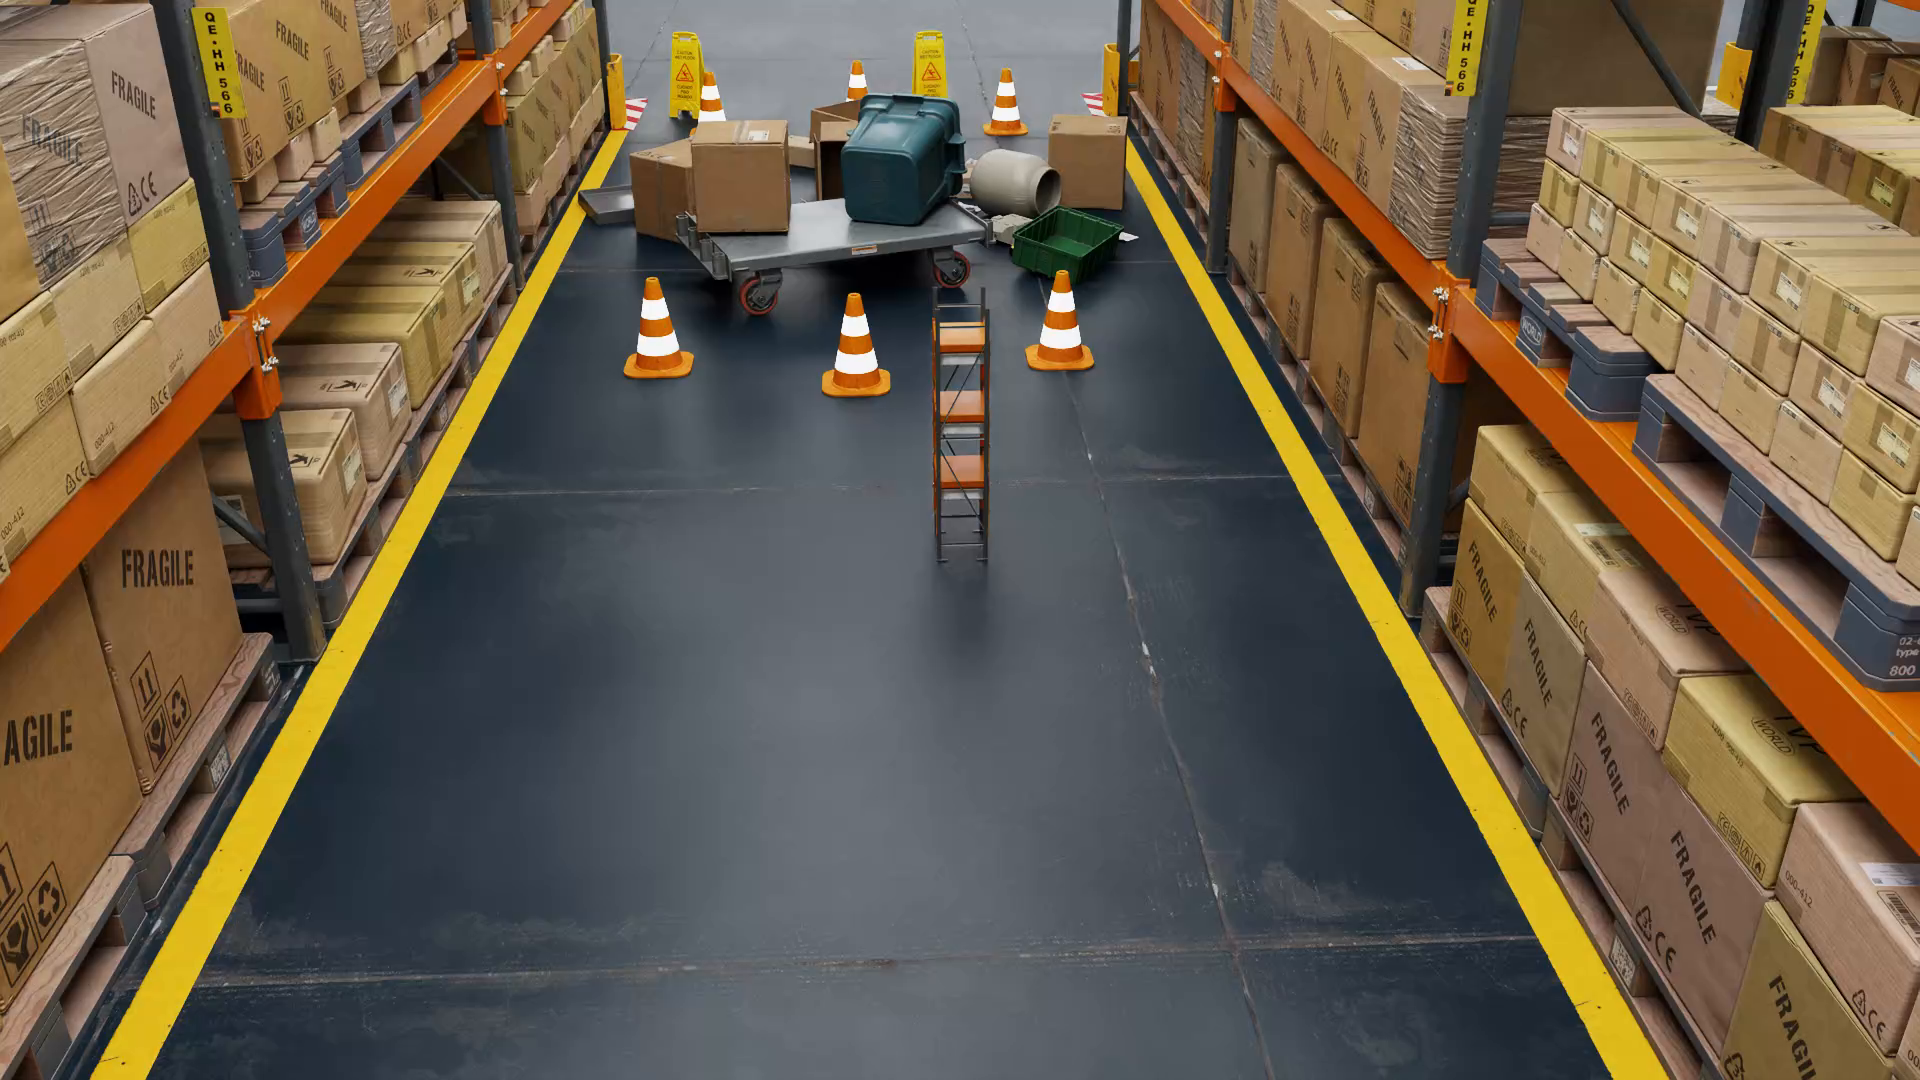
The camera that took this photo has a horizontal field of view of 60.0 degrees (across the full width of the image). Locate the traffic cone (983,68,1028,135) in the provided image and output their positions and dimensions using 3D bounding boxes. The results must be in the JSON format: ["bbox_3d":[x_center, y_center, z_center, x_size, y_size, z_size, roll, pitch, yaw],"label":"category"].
[{"bbox_3d":[0.349,-3.361,12.694,0.336,0.463,0.334,-1,28,-3],"label":"traffic cone"}]

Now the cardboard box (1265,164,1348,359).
[{"bbox_3d":[2.117,-1.377,8.125,1.050,0.750,0.750,-1,28,-3],"label":"cardboard box"}]

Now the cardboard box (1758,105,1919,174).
[{"bbox_3d":[2.640,-1.194,4.970,0.380,0.149,0.250,-2,28,-5],"label":"cardboard box"}]

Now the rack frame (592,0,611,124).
[{"bbox_3d":[-3.199,-4.599,12.324,1.000,3.000,0.127,-1,28,-3],"label":"rack frame"}]

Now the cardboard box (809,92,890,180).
[{"bbox_3d":[-0.579,-2.742,11.464,0.797,0.503,0.637,-23,35,-37],"label":"cardboard box"}]

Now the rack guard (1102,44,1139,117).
[{"bbox_3d":[1.738,-3.668,13.242,1.175,0.500,0.348,-1,28,-3],"label":"rack guard"}]

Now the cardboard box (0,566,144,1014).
[{"bbox_3d":[-2.786,0.584,4.230,0.875,0.875,0.875,-1,28,-2],"label":"cardboard box"}]

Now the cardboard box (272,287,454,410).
[{"bbox_3d":[-2.881,-0.878,7.577,0.950,0.372,0.625,0,28,-1],"label":"cardboard box"}]

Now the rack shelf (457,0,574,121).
[{"bbox_3d":[-3.094,-3.357,10.720,1.077,0.370,4.000,-1,28,-3],"label":"rack shelf"}]

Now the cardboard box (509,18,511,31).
[{"bbox_3d":[-2.751,-2.909,9.356,0.380,0.149,0.250,-1,28,-1],"label":"cardboard box"}]

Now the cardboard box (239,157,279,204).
[{"bbox_3d":[-2.594,-1.265,5.750,0.380,0.149,0.250,-3,28,-6],"label":"cardboard box"}]

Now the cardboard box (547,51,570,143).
[{"bbox_3d":[-2.816,-2.817,10.616,0.500,0.500,0.500,0,28,0],"label":"cardboard box"}]

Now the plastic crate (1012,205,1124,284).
[{"bbox_3d":[0.631,-1.745,9.832,0.450,0.188,0.662,22,34,18],"label":"plastic crate"}]

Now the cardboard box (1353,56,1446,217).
[{"bbox_3d":[1.841,-1.547,6.364,0.500,0.500,0.500,-1,28,-3],"label":"cardboard box"}]

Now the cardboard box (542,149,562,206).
[{"bbox_3d":[-2.790,-2.244,10.328,0.500,0.250,0.500,0,28,0],"label":"cardboard box"}]

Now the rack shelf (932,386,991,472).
[{"bbox_3d":[0.003,-0.431,6.465,0.215,0.259,0.240,-1,28,-3],"label":"rack shelf"}]

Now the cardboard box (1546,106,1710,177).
[{"bbox_3d":[1.988,-1.189,4.961,0.380,0.149,0.250,-1,28,-3],"label":"cardboard box"}]

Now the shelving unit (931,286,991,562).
[{"bbox_3d":[0.003,-0.441,6.460,0.215,1.050,0.252,-1,28,-3],"label":"shelving unit"}]

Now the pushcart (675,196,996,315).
[{"bbox_3d":[-0.716,-1.667,9.539,1.648,0.377,0.936,-11,30,-20],"label":"pushcart"}]

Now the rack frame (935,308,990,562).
[{"bbox_3d":[0.009,-0.384,6.352,0.200,1.050,0.008,-1,28,-3],"label":"rack frame"}]

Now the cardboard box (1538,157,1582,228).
[{"bbox_3d":[1.982,-1.050,5.015,0.380,0.149,0.250,0,28,0],"label":"cardboard box"}]

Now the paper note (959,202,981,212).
[{"bbox_3d":[0.050,-2.181,10.907,0.172,0.023,0.155,8,29,15],"label":"paper note"}]

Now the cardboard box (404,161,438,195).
[{"bbox_3d":[-3.289,-2.318,9.659,0.500,0.500,0.500,-2,28,-3],"label":"cardboard box"}]

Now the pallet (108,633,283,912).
[{"bbox_3d":[-2.815,0.698,5.184,1.003,0.211,1.213,-1,28,-3],"label":"pallet"}]

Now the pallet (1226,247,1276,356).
[{"bbox_3d":[2.064,-1.327,9.066,1.003,0.211,1.213,-1,28,-3],"label":"pallet"}]

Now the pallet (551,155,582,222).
[{"bbox_3d":[-3.127,-2.390,11.103,1.003,0.211,1.213,-1,28,-3],"label":"pallet"}]

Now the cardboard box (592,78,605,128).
[{"bbox_3d":[-2.887,-3.188,12.139,0.500,0.250,0.500,-2,28,-3],"label":"cardboard box"}]

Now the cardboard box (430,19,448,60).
[{"bbox_3d":[-2.642,-2.355,7.840,0.380,0.149,0.250,-2,28,-3],"label":"cardboard box"}]

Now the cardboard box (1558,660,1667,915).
[{"bbox_3d":[2.000,0.653,4.503,0.500,0.500,0.500,-2,28,-4],"label":"cardboard box"}]

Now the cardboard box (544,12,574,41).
[{"bbox_3d":[-2.788,-3.417,11.064,0.380,0.149,0.250,0,28,0],"label":"cardboard box"}]

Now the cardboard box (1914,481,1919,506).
[{"bbox_3d":[2.092,-0.092,3.179,0.380,0.149,0.250,-3,28,-5],"label":"cardboard box"}]

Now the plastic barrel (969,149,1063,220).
[{"bbox_3d":[0.357,-2.263,10.631,0.512,0.421,0.421,19,33,32],"label":"plastic barrel"}]

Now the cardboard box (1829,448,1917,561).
[{"bbox_3d":[2.076,-0.079,3.475,0.380,0.149,0.250,0,28,0],"label":"cardboard box"}]

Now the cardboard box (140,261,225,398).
[{"bbox_3d":[-2.495,-0.611,4.840,0.500,0.250,0.500,-2,28,-4],"label":"cardboard box"}]

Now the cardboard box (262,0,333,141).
[{"bbox_3d":[-2.608,-1.721,5.922,0.500,0.500,0.500,0,28,0],"label":"cardboard box"}]

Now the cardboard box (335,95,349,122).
[{"bbox_3d":[-2.700,-1.759,6.697,0.380,0.149,0.250,0,28,-1],"label":"cardboard box"}]

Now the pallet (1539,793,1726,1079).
[{"bbox_3d":[2.257,1.088,4.435,1.003,0.211,1.213,-1,28,-3],"label":"pallet"}]

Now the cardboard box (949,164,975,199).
[{"bbox_3d":[0.019,-2.455,11.170,0.396,0.266,0.258,3,28,6],"label":"cardboard box"}]

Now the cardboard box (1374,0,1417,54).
[{"bbox_3d":[2.087,-2.236,6.605,0.700,0.500,0.500,-2,28,-3],"label":"cardboard box"}]

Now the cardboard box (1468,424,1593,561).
[{"bbox_3d":[1.951,-0.157,5.245,0.500,0.250,0.500,-3,28,-5],"label":"cardboard box"}]

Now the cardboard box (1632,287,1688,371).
[{"bbox_3d":[2.023,-0.561,4.400,0.380,0.149,0.250,0,28,0],"label":"cardboard box"}]

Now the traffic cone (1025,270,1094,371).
[{"bbox_3d":[0.510,-1.138,8.431,0.336,0.463,0.334,-1,28,-3],"label":"traffic cone"}]

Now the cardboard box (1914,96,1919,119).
[{"bbox_3d":[6.777,-2.804,11.131,0.500,0.500,0.500,-4,28,-7],"label":"cardboard box"}]

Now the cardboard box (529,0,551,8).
[{"bbox_3d":[-2.743,-3.385,10.268,0.380,0.149,0.250,-1,28,-2],"label":"cardboard box"}]

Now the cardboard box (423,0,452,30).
[{"bbox_3d":[-2.709,-2.678,7.756,0.500,0.500,0.500,-1,28,-2],"label":"cardboard box"}]

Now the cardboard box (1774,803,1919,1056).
[{"bbox_3d":[2.061,0.790,3.429,0.500,0.250,0.500,0,28,0],"label":"cardboard box"}]

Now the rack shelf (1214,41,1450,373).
[{"bbox_3d":[2.053,-1.676,7.497,1.077,0.370,4.000,-1,28,-3],"label":"rack shelf"}]

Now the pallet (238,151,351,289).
[{"bbox_3d":[-2.925,-1.146,5.911,1.213,0.211,1.003,-1,28,-3],"label":"pallet"}]

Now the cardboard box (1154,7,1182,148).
[{"bbox_3d":[1.889,-3.292,11.661,0.875,0.875,0.875,-2,28,-3],"label":"cardboard box"}]

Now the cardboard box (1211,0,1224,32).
[{"bbox_3d":[1.917,-3.155,9.393,0.875,0.550,0.550,-1,28,-3],"label":"cardboard box"}]

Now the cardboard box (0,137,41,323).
[{"bbox_3d":[-2.439,-0.694,3.647,0.500,0.500,0.500,-1,28,-3],"label":"cardboard box"}]

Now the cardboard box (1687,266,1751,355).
[{"bbox_3d":[2.041,-0.570,4.094,0.380,0.149,0.250,-1,28,-3],"label":"cardboard box"}]

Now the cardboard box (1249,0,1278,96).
[{"bbox_3d":[1.734,-2.480,8.153,0.500,0.500,0.500,-1,28,-2],"label":"cardboard box"}]

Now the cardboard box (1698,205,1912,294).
[{"bbox_3d":[2.042,-0.707,4.036,0.380,0.149,0.250,0,28,0],"label":"cardboard box"}]
